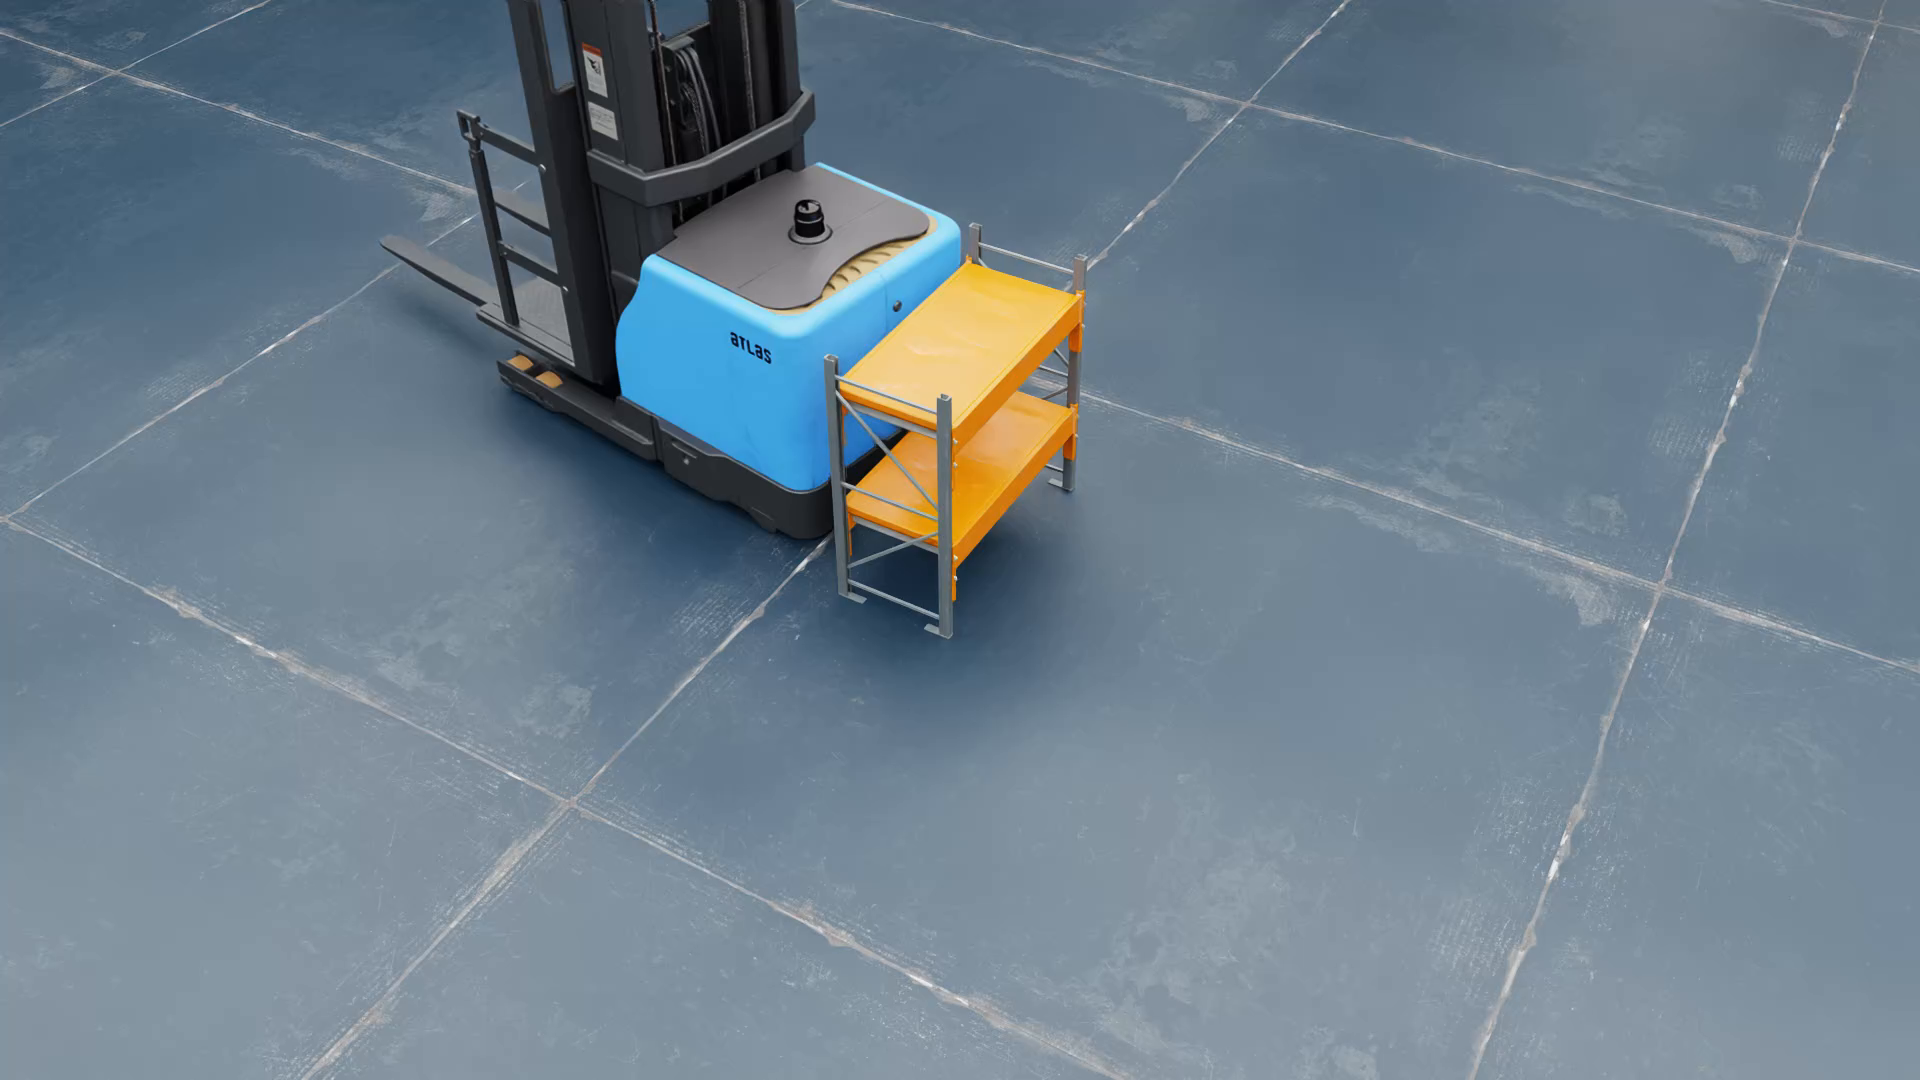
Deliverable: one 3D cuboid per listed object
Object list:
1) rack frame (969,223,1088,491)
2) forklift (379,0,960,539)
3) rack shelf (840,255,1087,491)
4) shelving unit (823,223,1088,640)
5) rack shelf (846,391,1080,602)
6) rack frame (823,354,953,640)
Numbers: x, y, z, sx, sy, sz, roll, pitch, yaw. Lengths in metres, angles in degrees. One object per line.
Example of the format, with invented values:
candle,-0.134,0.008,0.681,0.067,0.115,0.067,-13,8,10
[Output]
rack frame,0.258,-0.717,6.713,0.500,1.125,0.032,21,45,22
forklift,-1.442,-1.924,6.717,3.031,2.935,1.130,29,49,28
rack shelf,0.003,-0.646,6.189,0.538,0.278,1.000,21,45,22
shelving unit,0.003,-0.426,6.383,0.538,1.125,1.048,21,45,22
rack shelf,0.003,-0.243,6.544,0.538,0.278,1.000,21,45,22
rack frame,-0.251,-0.135,6.052,0.500,1.125,0.032,21,45,22
